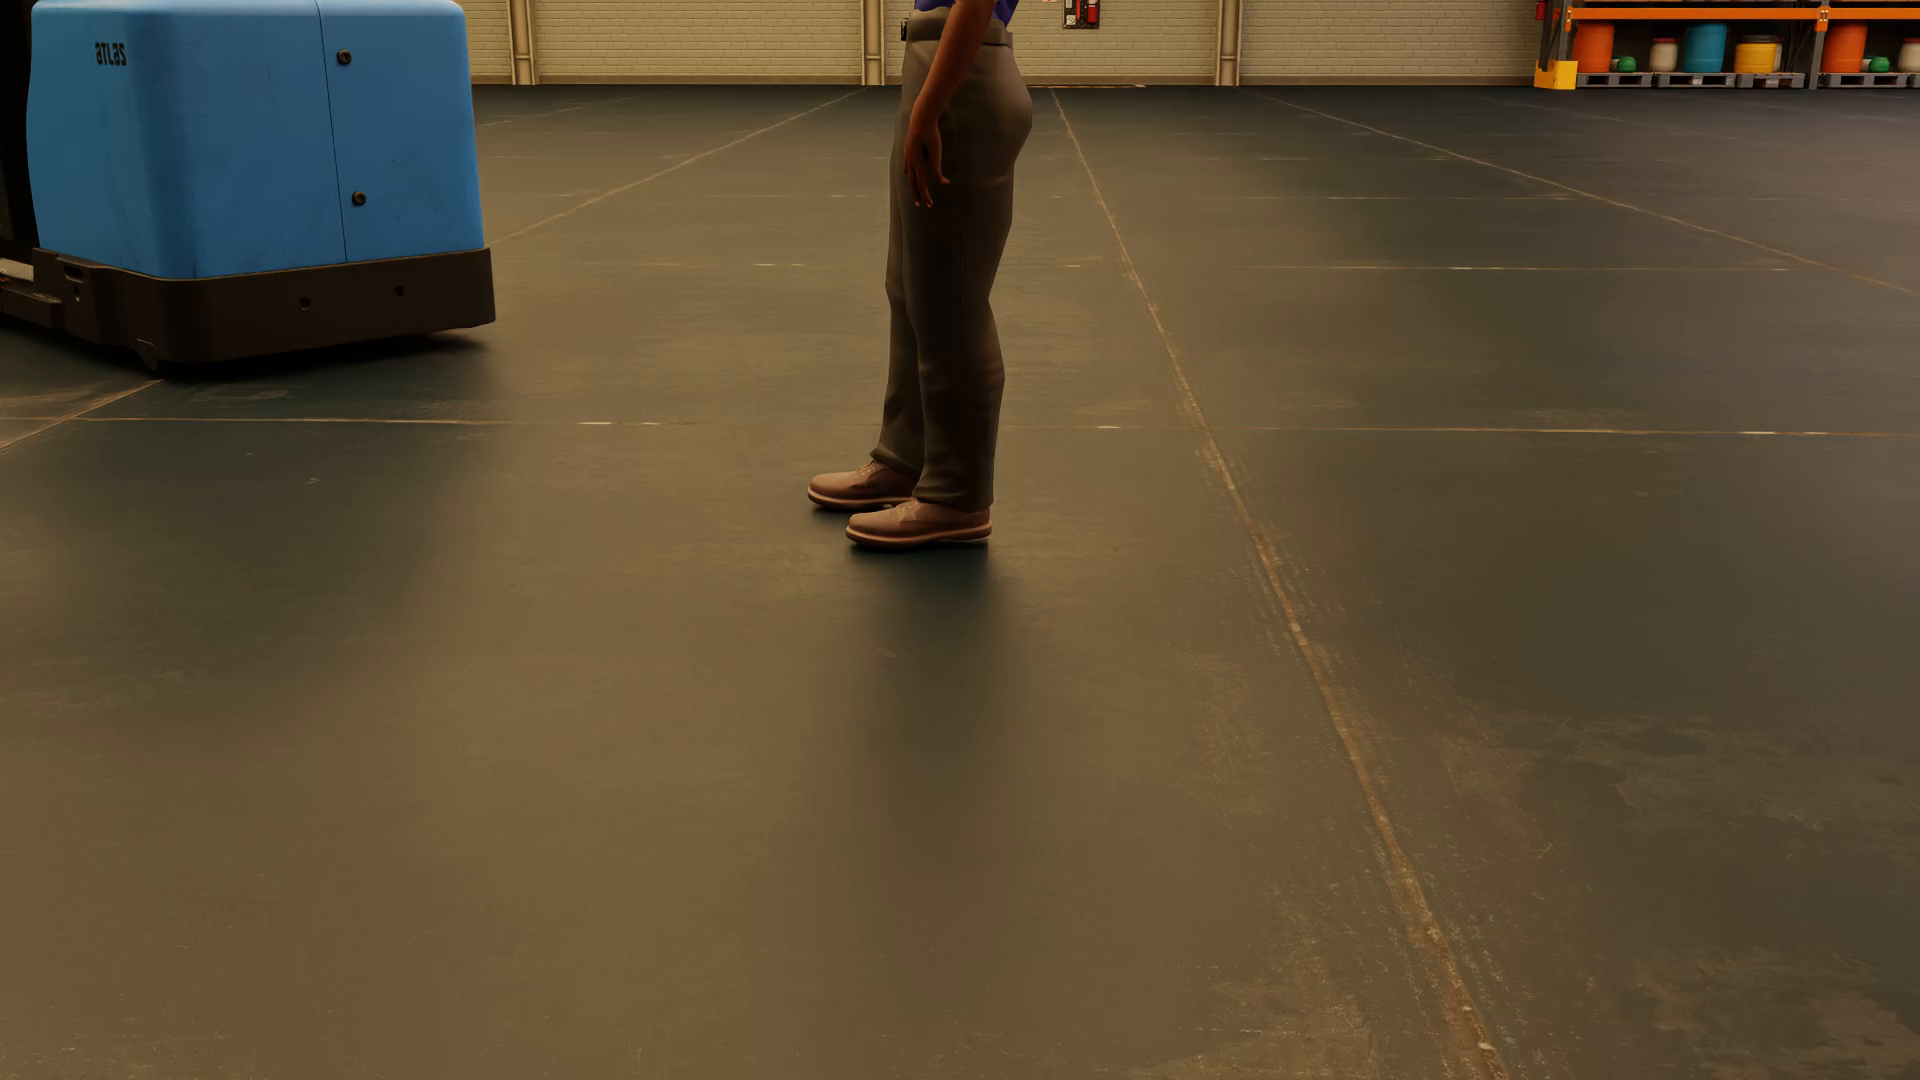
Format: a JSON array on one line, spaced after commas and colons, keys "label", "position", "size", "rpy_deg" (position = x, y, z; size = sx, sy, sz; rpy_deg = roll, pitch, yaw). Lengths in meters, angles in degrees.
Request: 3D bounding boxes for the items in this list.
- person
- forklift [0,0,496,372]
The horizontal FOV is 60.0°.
[{"label": "person", "position": [-0.087, -0.804, 3.145], "size": [0.503, 1.656, 0.570], "rpy_deg": [1, 17, 2]}, {"label": "forklift", "position": [-2.930, -2.243, 5.653], "size": [3.031, 2.935, 1.130], "rpy_deg": [16, 23, 41]}]
